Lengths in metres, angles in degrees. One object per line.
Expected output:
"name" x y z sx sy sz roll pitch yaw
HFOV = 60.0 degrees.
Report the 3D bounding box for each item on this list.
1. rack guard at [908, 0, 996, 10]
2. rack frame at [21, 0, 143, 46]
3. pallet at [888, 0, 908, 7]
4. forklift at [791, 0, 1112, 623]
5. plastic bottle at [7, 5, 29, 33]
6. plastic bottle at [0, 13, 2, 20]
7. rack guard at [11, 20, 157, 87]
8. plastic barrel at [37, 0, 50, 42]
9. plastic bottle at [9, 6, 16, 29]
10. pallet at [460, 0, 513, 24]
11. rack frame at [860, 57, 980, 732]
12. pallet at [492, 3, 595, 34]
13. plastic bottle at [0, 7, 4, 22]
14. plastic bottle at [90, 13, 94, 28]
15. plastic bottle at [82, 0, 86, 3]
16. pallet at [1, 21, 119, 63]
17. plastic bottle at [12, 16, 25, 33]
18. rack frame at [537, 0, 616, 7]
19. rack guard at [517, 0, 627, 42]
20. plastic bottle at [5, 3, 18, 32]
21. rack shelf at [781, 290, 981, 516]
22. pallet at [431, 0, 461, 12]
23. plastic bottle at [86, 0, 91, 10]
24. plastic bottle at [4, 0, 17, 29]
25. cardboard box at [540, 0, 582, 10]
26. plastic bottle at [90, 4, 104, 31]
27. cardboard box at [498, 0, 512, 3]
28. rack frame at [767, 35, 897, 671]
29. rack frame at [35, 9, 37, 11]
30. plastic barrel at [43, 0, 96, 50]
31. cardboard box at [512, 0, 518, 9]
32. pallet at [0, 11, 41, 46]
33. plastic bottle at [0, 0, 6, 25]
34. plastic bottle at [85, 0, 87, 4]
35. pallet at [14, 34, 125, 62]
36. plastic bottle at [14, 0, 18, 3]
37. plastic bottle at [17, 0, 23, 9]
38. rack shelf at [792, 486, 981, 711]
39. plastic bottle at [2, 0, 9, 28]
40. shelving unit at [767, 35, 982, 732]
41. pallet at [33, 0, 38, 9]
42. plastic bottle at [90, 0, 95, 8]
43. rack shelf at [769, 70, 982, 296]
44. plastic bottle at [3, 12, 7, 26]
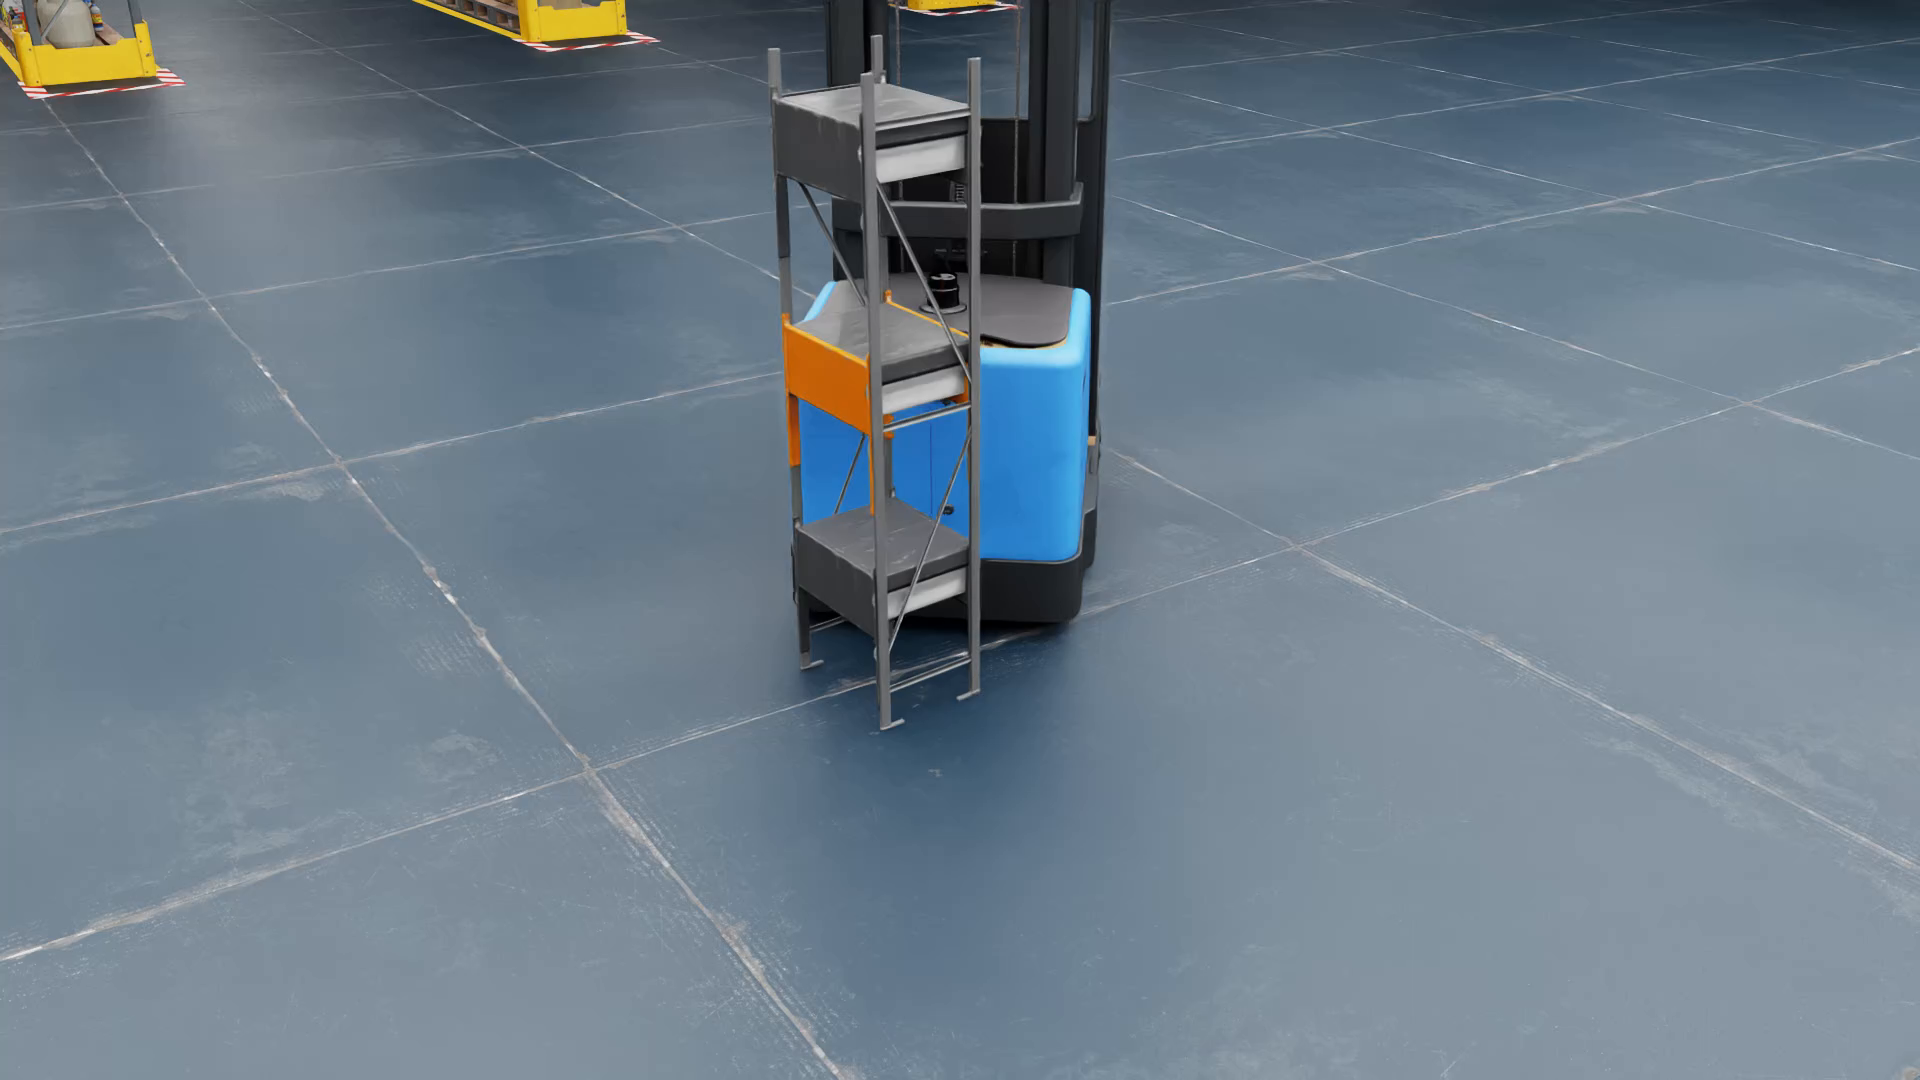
"rack guard" -0.098 -7.018 21.030 1.175 0.500 0.348 -16 29 -30
"rack frame" -8.472 -5.883 15.697 1.000 3.000 0.127 -16 29 -30
"pallet" -0.613 -7.163 21.677 1.003 0.211 1.213 -16 29 -30
"forklift" 0.056 -1.624 6.757 1.130 2.935 3.031 3 25 5
"plastic bottle" -9.957 -5.501 17.564 0.152 0.276 0.135 -15 29 -29
"plastic bottle" -10.563 -5.929 18.383 0.144 0.351 0.185 -15 29 -28
"rack guard" -8.553 -4.768 16.265 1.175 0.500 0.348 -16 29 -30
"plastic barrel" -9.169 -5.344 16.980 0.421 0.512 0.421 0 25 0
"plastic bottle" -9.921 -5.445 17.438 0.061 0.283 0.133 -15 29 -28
"pallet" -5.439 -6.538 20.352 1.003 0.211 1.213 -16 29 -30
"rack frame" -0.102 -0.371 5.069 0.400 2.100 0.015 -19 32 -33
"pallet" -4.778 -6.102 19.428 1.003 0.211 1.213 -16 29 -30
"plastic bottle" -10.460 -5.861 18.240 0.144 0.351 0.185 -17 30 -32
"plastic bottle" -9.257 -5.574 17.807 0.097 0.201 0.097 0 25 0
"plastic bottle" -9.553 -5.800 18.202 0.097 0.271 0.097 0 25 0
"pallet" -9.654 -5.366 17.869 1.003 0.211 1.213 -16 29 -30
"plastic bottle" -9.842 -5.371 17.376 0.097 0.201 0.097 0 25 0
"rack frame" -4.322 -7.037 18.142 1.000 3.000 0.127 -16 29 -30
"rack guard" -4.364 -5.934 18.734 1.175 0.500 0.348 -16 29 -30
"plastic bottle" -10.032 -5.551 17.670 0.152 0.276 0.135 -16 30 -31
"rack shelf" -0.248 -0.444 5.250 0.431 0.518 0.480 -19 32 -33
"pallet" -6.110 -6.975 21.277 1.003 0.211 1.213 -16 29 -30
"plastic bottle" -9.388 -5.691 17.973 0.097 0.271 0.097 0 25 0
"plastic bottle" -10.126 -5.643 17.777 0.144 0.351 0.185 -14 29 -27
"cardboard box" -4.649 -6.324 19.068 0.500 0.500 0.500 -10 27 -20
"plastic bottle" -9.201 -5.569 17.713 0.097 0.271 0.097 0 25 0
"cardboard box" -5.330 -6.758 19.988 0.500 0.500 0.500 -13 28 -25
"rack frame" -0.395 -0.542 5.419 0.400 2.100 0.015 -19 32 -33
"rack frame" -10.656 -7.313 18.728 1.000 3.000 0.127 -16 29 -30
"plastic barrel" -8.895 -5.165 16.600 0.421 0.512 0.421 0 25 0
"cardboard box" -5.004 -6.529 19.504 0.500 0.500 0.500 -8 26 -16
"pallet" -10.324 -5.802 18.794 1.003 0.211 1.213 -16 29 -30
"plastic bottle" -10.404 -5.762 18.109 0.061 0.283 0.133 -14 29 -27
"plastic bottle" -9.442 -5.727 18.049 0.097 0.271 0.097 0 25 0
"pallet" -8.992 -4.930 16.945 1.003 0.211 1.213 -16 29 -30
"plastic bottle" -10.382 -5.869 18.350 0.097 0.271 0.097 0 25 0
"plastic bottle" -10.117 -5.719 18.026 0.152 0.276 0.135 -16 29 -30
"rack shelf" -0.245 0.184 5.559 0.431 0.518 0.480 -19 32 -33
"plastic bottle" -10.228 -5.709 17.918 0.144 0.351 0.185 -16 30 -30
"shelving unit" -0.248 -0.457 5.244 0.431 2.100 0.503 -19 32 -33
"pallet" -11.117 -6.324 19.899 1.003 0.211 1.213 -16 29 -30
"plastic bottle" -9.309 -5.660 17.891 0.061 0.283 0.133 -15 29 -29
"rack shelf" -0.251 -1.072 4.941 0.431 0.518 0.480 -19 32 -33
"plastic bottle" -10.325 -5.687 18.046 0.097 0.201 0.097 0 25 0
